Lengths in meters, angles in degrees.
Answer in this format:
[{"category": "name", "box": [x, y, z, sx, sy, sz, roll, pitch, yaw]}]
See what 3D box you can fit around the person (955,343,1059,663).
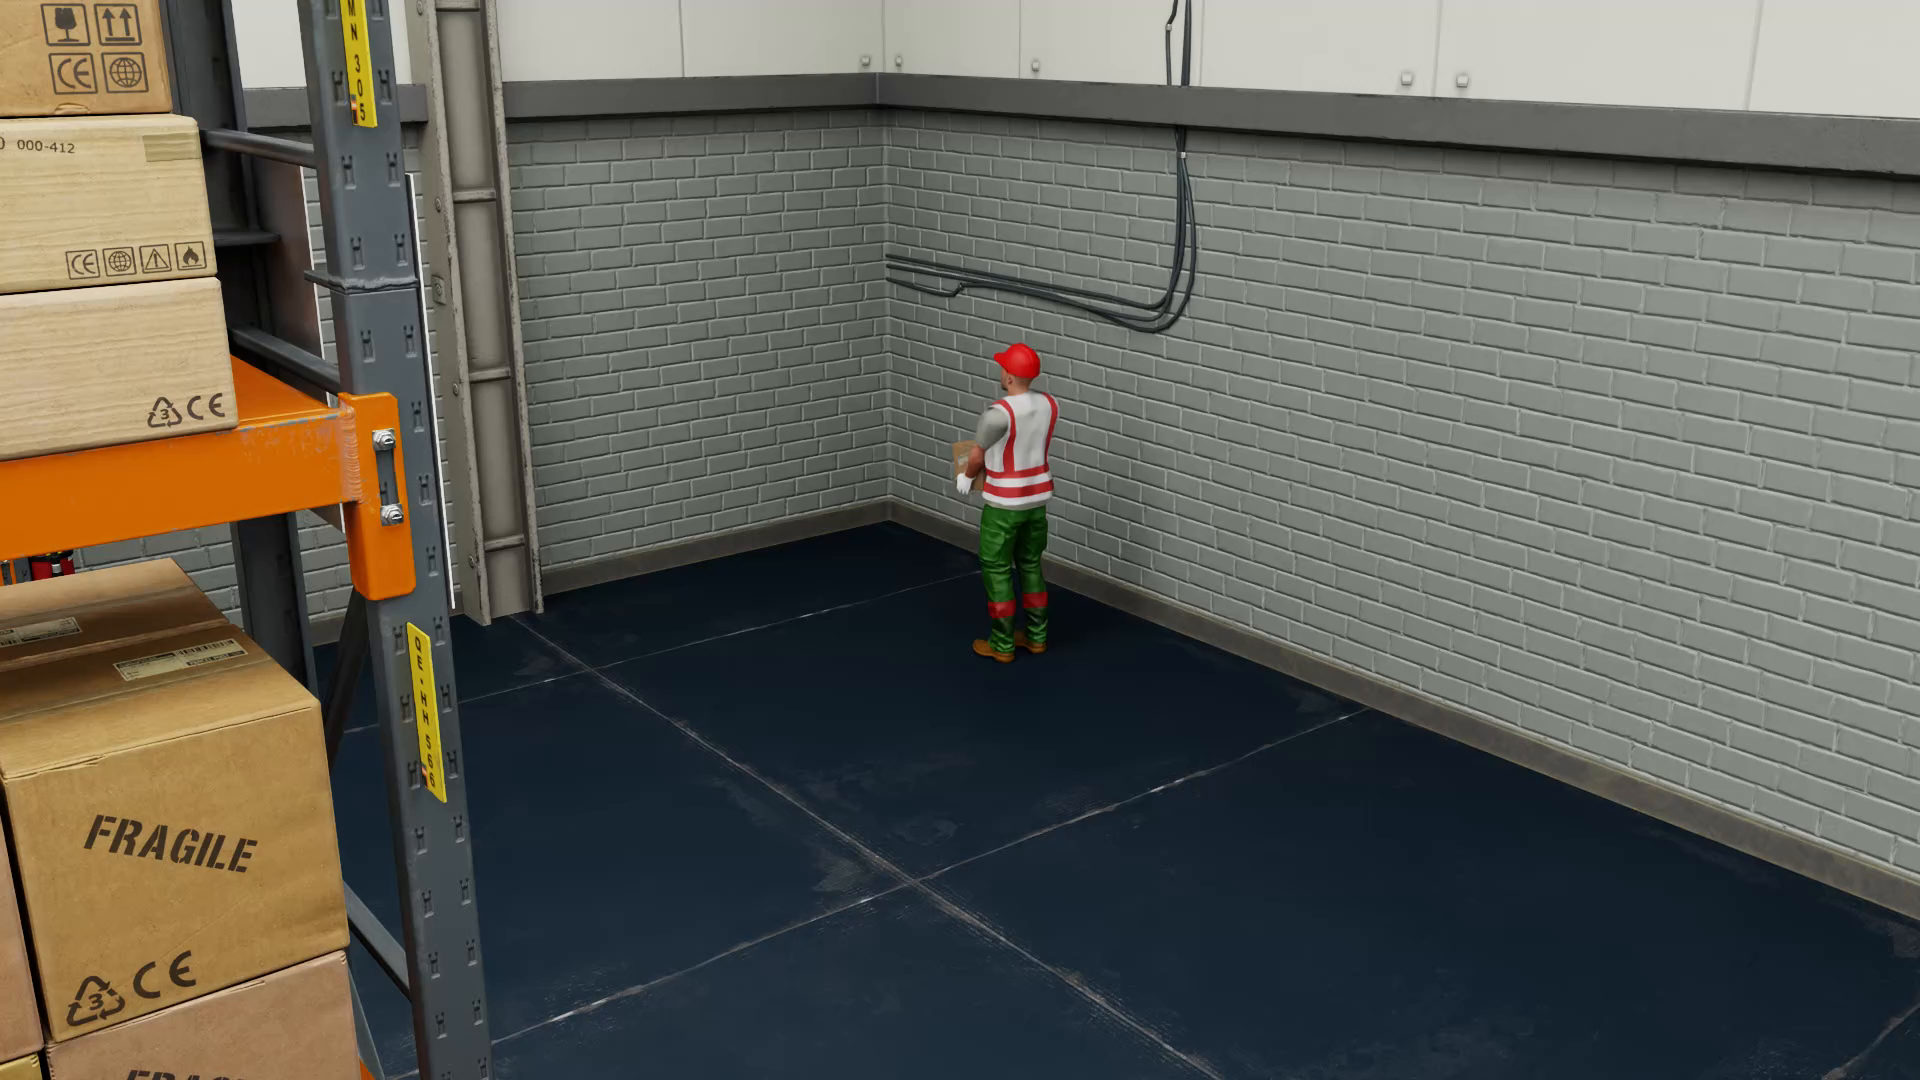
[{"category": "person", "box": [0.237, -0.232, 9.249, 0.495, 1.785, 0.551, -13, 22, -36]}]
